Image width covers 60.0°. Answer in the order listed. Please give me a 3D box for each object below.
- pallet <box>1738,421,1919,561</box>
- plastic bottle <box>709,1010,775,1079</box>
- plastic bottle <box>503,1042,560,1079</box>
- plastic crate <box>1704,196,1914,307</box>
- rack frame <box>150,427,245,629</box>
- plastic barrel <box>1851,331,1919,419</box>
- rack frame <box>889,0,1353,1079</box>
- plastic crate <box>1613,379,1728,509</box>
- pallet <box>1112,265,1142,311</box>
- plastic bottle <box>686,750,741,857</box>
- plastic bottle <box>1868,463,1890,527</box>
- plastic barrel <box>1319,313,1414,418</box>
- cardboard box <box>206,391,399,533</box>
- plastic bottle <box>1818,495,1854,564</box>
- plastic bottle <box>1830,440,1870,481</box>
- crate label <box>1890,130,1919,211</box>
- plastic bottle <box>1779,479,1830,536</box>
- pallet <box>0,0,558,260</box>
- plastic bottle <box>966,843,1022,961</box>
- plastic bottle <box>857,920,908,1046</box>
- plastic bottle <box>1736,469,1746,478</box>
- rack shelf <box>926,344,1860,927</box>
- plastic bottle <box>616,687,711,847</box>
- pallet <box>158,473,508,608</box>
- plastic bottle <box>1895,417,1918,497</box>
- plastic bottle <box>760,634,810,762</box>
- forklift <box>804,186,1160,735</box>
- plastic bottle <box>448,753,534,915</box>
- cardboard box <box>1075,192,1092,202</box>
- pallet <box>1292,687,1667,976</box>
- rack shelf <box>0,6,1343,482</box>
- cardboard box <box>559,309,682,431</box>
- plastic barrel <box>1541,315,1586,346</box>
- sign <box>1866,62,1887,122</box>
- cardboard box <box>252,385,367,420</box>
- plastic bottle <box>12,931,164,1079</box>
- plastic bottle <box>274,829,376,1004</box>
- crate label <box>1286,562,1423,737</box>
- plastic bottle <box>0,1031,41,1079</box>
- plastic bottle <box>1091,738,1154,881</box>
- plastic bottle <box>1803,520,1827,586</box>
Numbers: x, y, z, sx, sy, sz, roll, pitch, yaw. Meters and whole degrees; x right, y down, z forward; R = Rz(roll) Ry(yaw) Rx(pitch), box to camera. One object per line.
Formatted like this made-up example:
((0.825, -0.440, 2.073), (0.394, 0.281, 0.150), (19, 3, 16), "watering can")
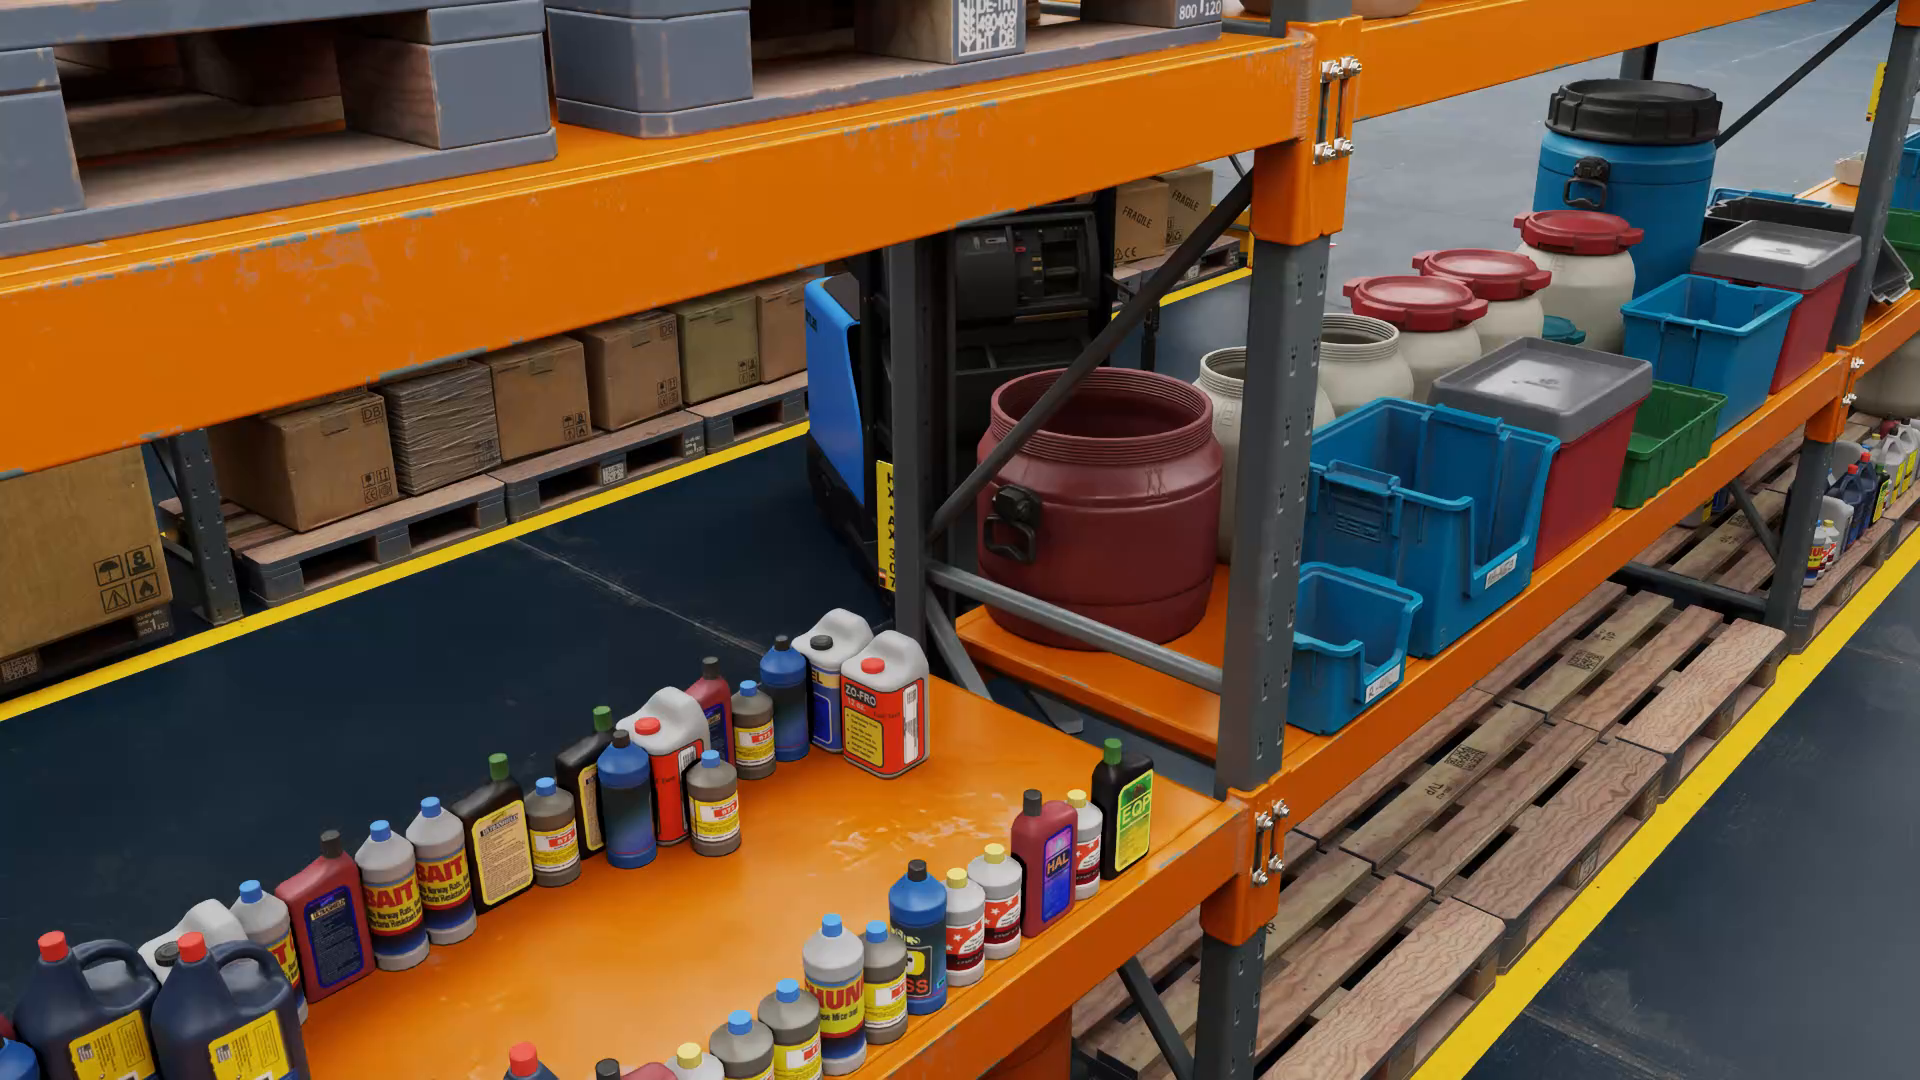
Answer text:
((4.220, -0.316, 8.197), (1.003, 0.211, 1.213), (20, 31, 38), "pallet")
((-0.330, 0.806, 2.529), (0.097, 0.201, 0.097), (0, 24, 0), "plastic bottle")
((-0.596, 0.845, 2.260), (0.144, 0.351, 0.185), (20, 31, 38), "plastic bottle")
((3.371, -1.118, 6.653), (0.767, 0.338, 0.504), (20, 31, 38), "plastic crate")
((-3.432, -1.155, 6.661), (1.000, 3.000, 0.127), (20, 31, 38), "rack frame")
((4.879, -0.923, 8.669), (0.421, 0.512, 0.421), (0, 24, 0), "plastic barrel")
((0.257, 0.197, 3.644), (1.000, 3.000, 0.127), (20, 31, 38), "rack frame")
((1.974, -0.317, 5.050), (0.450, 0.188, 0.662), (20, 31, 38), "plastic crate")
((0.474, -1.689, 11.260), (1.003, 0.211, 1.213), (20, 31, 38), "pallet")
((-0.476, 0.501, 3.210), (0.097, 0.201, 0.097), (0, 24, 0), "plastic bottle")
((4.041, -0.212, 7.339), (0.061, 0.283, 0.133), (22, 32, 40), "plastic bottle")
((1.065, -0.354, 4.737), (0.421, 0.512, 0.421), (0, 24, 0), "plastic barrel")
((-2.999, -0.425, 7.549), (0.700, 0.500, 0.500), (18, 30, 35), "cardboard box")
((3.661, -0.063, 7.016), (0.152, 0.276, 0.135), (22, 32, 39), "plastic bottle")
((4.057, -0.332, 7.616), (0.152, 0.276, 0.135), (20, 31, 38), "plastic bottle")
((4.569, -1.622, 7.658), (0.502, 0.435, 0.616), (20, 31, 38), "crate label")
((3.667, -0.186, 7.198), (0.144, 0.351, 0.185), (20, 31, 38), "plastic bottle")
((-1.208, -0.479, 1.716), (1.003, 0.211, 1.213), (20, 31, 38), "pallet")
((0.060, 0.628, 2.926), (0.097, 0.201, 0.097), (0, 24, 0), "plastic bottle")
((-0.135, 0.717, 2.728), (0.097, 0.201, 0.097), (0, 24, 0), "plastic bottle")
((3.676, -0.434, 7.835), (0.061, 0.283, 0.133), (20, 31, 38), "plastic bottle")
((1.592, -0.084, 5.151), (1.077, 0.370, 4.000), (20, 31, 38), "rack shelf")
((-0.582, 0.438, 3.258), (0.152, 0.276, 0.135), (20, 31, 38), "plastic bottle")
((-2.909, -0.121, 7.761), (1.003, 0.211, 1.213), (20, 31, 38), "pallet")
((4.308, -0.390, 7.654), (0.144, 0.351, 0.185), (22, 32, 40), "plastic bottle")
((-0.370, 0.327, 3.511), (0.097, 0.271, 0.097), (0, 24, 0), "plastic bottle")
((0.200, -1.096, 6.612), (1.130, 2.935, 3.031), (-8, 25, -17), "forklift")
((-0.859, 0.533, 3.037), (0.061, 0.283, 0.133), (20, 31, 38), "plastic bottle")
((0.673, -2.081, 11.267), (0.500, 0.500, 0.500), (-21, 31, -38), "cardboard box")
((1.617, 0.874, 5.543), (1.003, 0.211, 1.213), (20, 31, 38), "pallet")
((-1.078, -0.234, 1.819), (1.077, 0.370, 4.000), (20, 31, 38), "rack shelf")
((-1.893, -0.942, 8.703), (0.700, 0.500, 0.500), (17, 29, 33), "cardboard box")
((1.929, -0.597, 5.585), (0.301, 0.262, 0.301), (0, 24, 0), "plastic barrel")
((5.189, -2.518, 9.362), (0.100, 0.325, 0.005), (20, 31, 38), "sign")
((-3.007, -0.770, 7.402), (0.500, 0.250, 0.500), (22, 32, 40), "cardboard box")
((-1.308, 0.733, 2.509), (0.144, 0.351, 0.185), (20, 31, 38), "plastic bottle")
((-1.078, 0.633, 2.814), (0.061, 0.283, 0.133), (20, 31, 38), "plastic bottle")
((0.817, 0.247, 3.737), (0.303, 0.233, 0.416), (20, 31, 38), "crate label")
((-1.374, 0.823, 2.406), (0.097, 0.271, 0.097), (0, 24, 0), "plastic bottle")
((0.305, 0.490, 3.133), (0.061, 0.283, 0.133), (20, 31, 38), "plastic bottle")
((3.466, 0.045, 6.780), (0.097, 0.271, 0.097), (0, 24, 0), "plastic bottle")
